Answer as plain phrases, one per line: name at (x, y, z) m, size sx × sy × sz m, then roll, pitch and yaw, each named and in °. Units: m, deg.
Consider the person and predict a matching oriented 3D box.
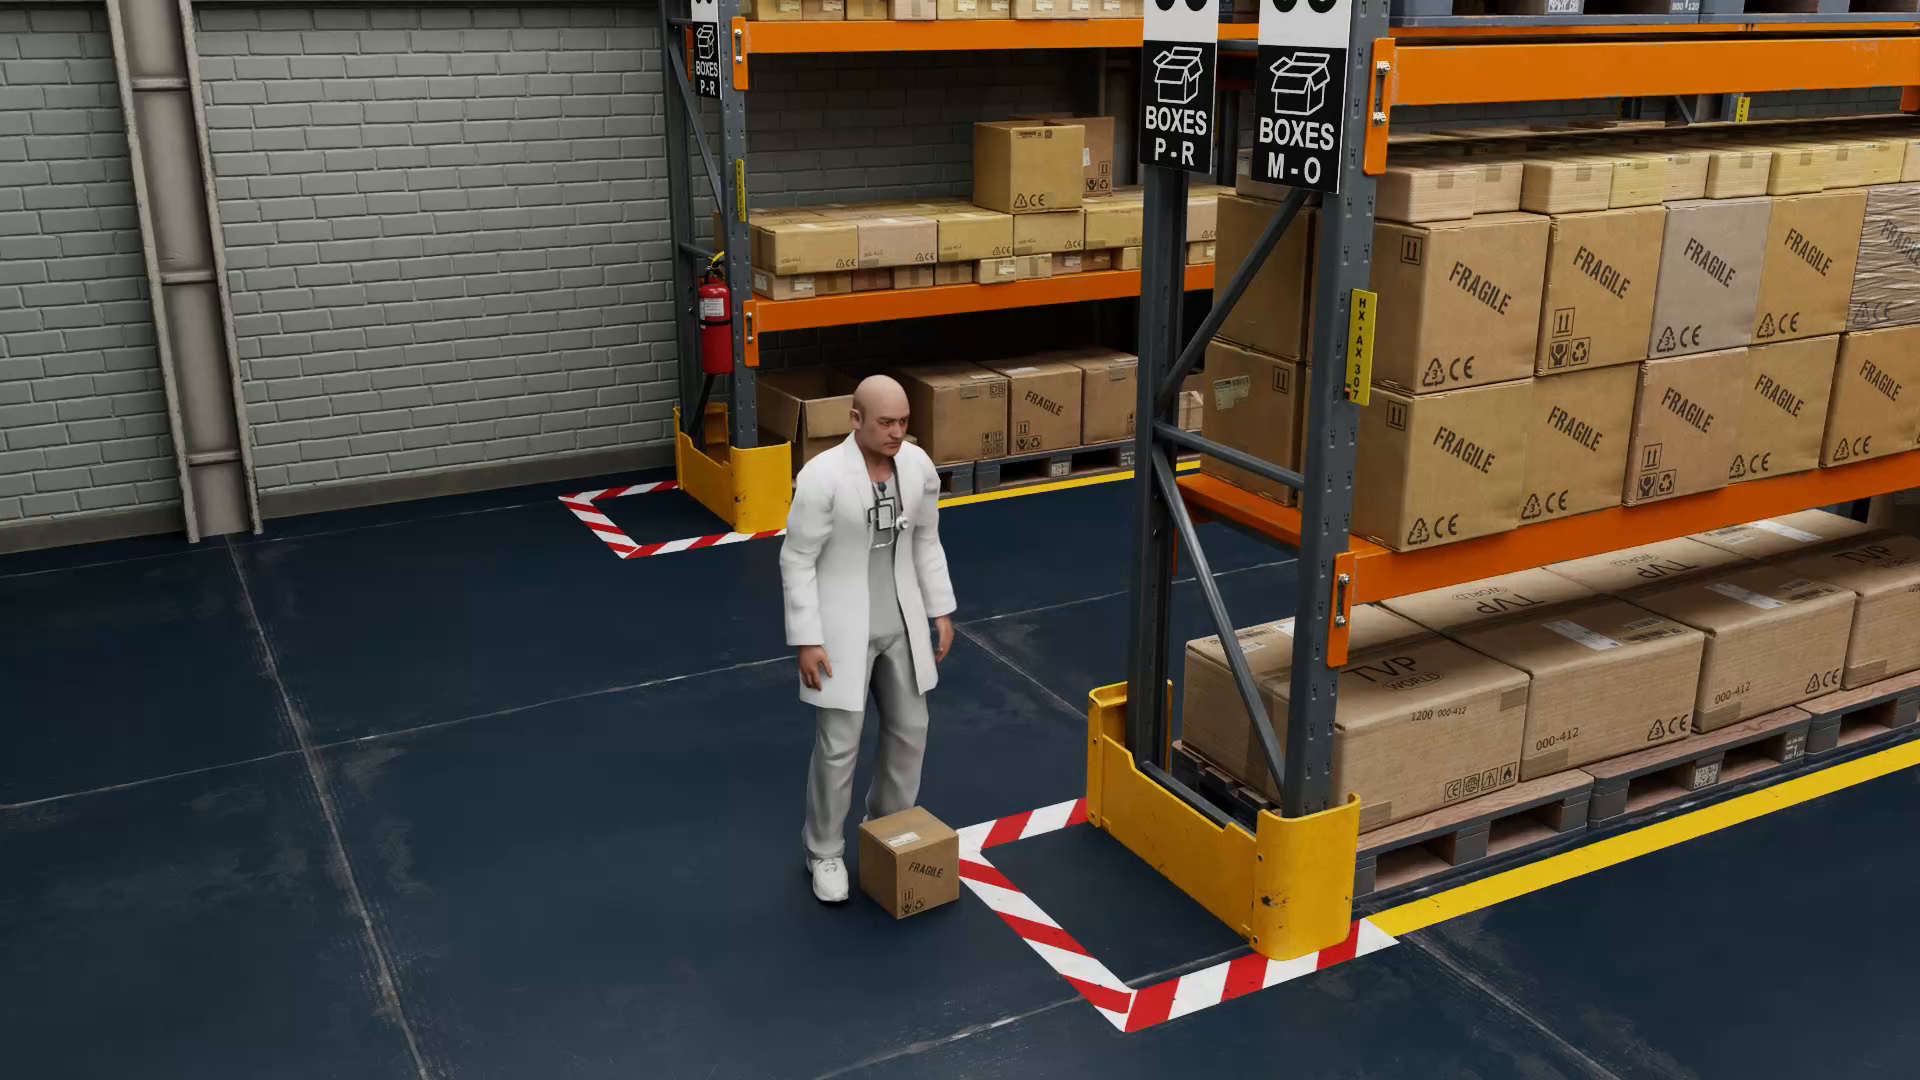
person at (-0.301, 0.322, 5.651) m, size 0.656 × 1.743 × 0.417 m, roll -12°, pitch 22°, yaw -32°
